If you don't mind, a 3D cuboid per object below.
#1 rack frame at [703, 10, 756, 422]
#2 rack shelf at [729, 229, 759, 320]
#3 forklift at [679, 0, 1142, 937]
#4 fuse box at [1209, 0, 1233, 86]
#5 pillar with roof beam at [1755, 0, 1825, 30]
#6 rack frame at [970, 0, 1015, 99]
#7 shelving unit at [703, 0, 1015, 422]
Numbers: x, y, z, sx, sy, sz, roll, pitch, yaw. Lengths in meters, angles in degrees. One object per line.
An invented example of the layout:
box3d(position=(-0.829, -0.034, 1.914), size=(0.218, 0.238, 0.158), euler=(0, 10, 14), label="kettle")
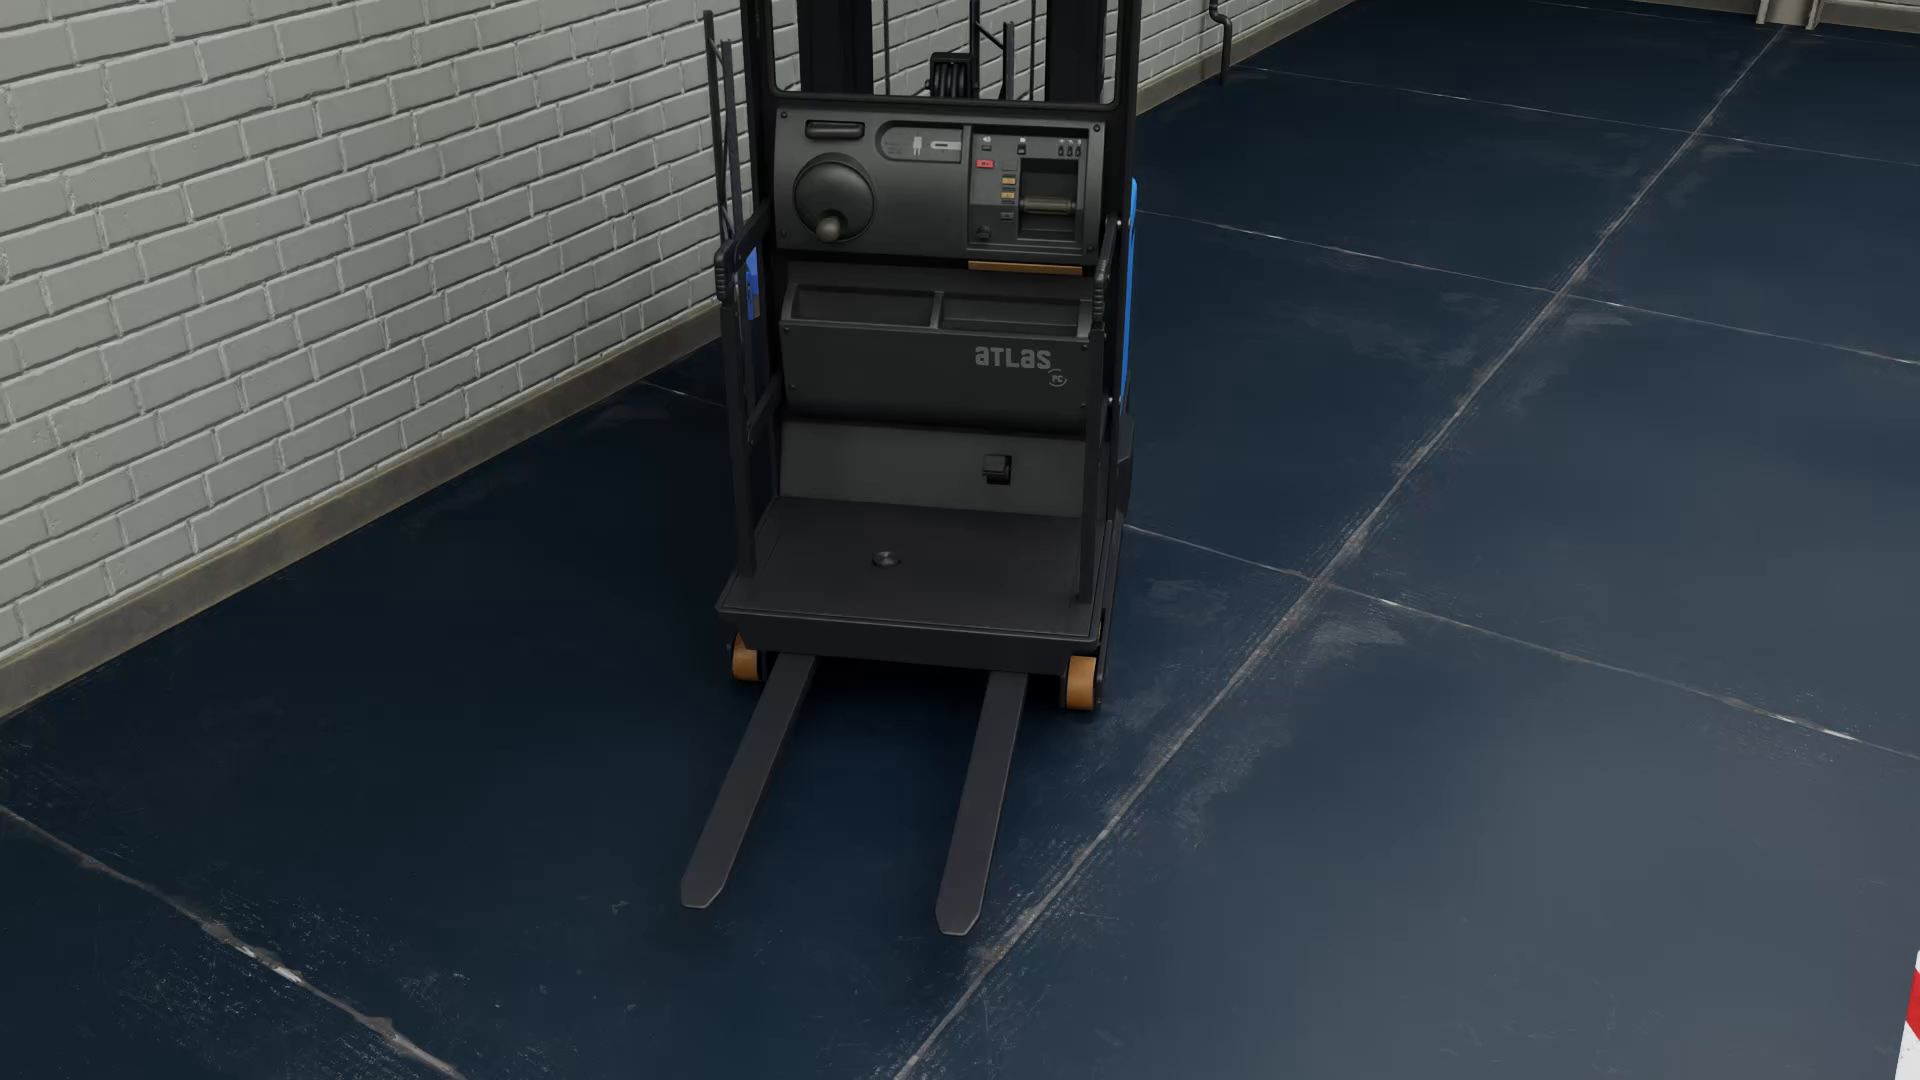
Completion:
box3d(position=(-0.864, -1.179, 6.280), size=(0.032, 1.500, 0.500), euler=(-8, 31, -13), label="rack frame")
box3d(position=(-0.373, -1.090, 6.485), size=(1.000, 0.185, 0.538), euler=(-8, 31, -13), label="rack shelf")
box3d(position=(-0.092, -0.955, 4.479), size=(1.130, 2.935, 3.031), euler=(4, 31, 7), label="forklift")
box3d(position=(1.757, -3.710, 10.412), size=(0.414, 1.711, 0.539), euler=(18, 35, 27), label="fuse box")
box3d(position=(3.847, -5.889, 6.914), size=(0.400, 9.000, 9.100), euler=(18, 35, 27), label="pillar with roof beam")
box3d(position=(0.117, -1.313, 6.510), size=(0.032, 1.500, 0.500), euler=(-8, 31, -13), label="rack frame")
box3d(position=(-0.373, -1.246, 6.395), size=(1.048, 1.500, 0.538), euler=(-8, 31, -13), label="shelving unit")
